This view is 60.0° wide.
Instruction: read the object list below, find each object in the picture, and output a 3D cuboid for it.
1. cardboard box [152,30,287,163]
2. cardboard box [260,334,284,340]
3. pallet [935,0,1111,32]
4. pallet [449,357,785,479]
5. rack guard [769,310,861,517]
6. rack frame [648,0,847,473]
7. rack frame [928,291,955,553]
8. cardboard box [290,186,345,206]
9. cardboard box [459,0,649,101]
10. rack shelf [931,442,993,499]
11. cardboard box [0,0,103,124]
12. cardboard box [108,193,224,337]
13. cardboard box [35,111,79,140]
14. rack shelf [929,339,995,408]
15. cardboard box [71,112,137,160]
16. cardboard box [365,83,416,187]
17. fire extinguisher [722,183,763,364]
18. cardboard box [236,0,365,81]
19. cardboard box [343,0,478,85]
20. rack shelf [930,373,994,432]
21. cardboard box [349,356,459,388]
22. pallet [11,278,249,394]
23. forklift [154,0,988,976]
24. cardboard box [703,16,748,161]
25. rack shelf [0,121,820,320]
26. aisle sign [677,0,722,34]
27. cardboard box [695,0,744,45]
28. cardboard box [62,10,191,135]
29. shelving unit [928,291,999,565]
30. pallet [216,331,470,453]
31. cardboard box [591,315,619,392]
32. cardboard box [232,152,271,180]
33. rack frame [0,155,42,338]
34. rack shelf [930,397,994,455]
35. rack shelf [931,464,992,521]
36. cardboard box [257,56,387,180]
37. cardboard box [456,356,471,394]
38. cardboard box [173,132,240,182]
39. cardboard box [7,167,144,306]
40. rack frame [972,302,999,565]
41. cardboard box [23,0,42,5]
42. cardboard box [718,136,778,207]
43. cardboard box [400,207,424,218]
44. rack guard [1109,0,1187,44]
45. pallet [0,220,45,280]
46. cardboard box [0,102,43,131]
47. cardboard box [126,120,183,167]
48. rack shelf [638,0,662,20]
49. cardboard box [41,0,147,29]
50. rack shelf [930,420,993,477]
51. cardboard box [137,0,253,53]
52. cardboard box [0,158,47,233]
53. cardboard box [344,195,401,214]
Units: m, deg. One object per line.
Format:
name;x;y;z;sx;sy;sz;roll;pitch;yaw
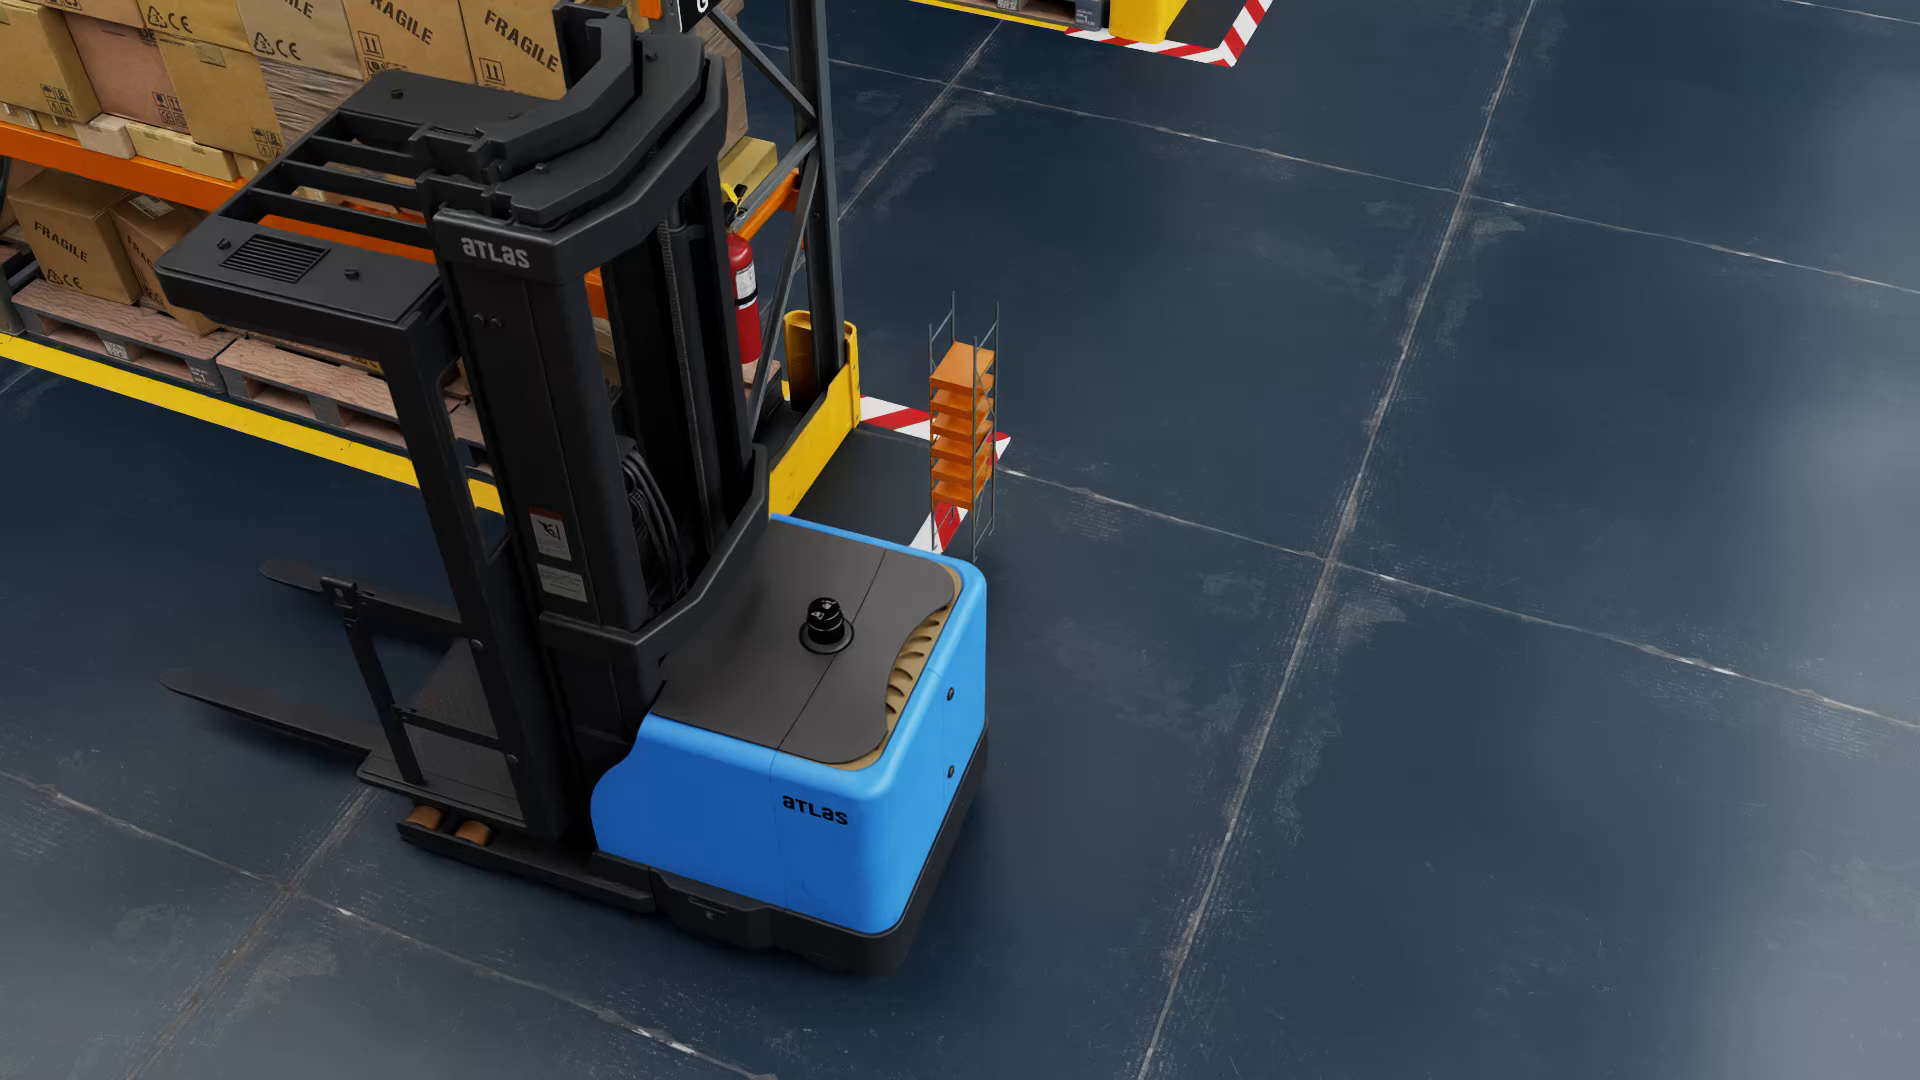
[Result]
cardboard box;-2.655;-1.973;6.663;0.500;0.500;0.875;16;47;16
cardboard box;-2.952;-1.246;7.689;0.500;0.500;0.500;13;46;12
pallet;0.486;-3.679;10.637;1.213;0.211;1.003;16;47;16
pallet;-1.555;-0.575;7.518;1.213;0.211;1.003;16;47;16
rack guard;-0.819;-0.434;7.171;0.348;0.500;1.175;16;47;16
rack frame;-0.749;-1.300;6.268;0.127;3.000;1.000;16;47;16
rack frame;-0.071;-0.446;6.687;0.006;1.200;0.240;16;47;16
cardboard box;-2.516;-1.493;6.640;0.250;0.149;0.380;16;47;16
cardboard box;-1.351;-1.783;5.764;0.500;0.500;0.500;16;47;16
rack shelf;0.014;-0.305;6.778;0.180;0.103;0.258;16;47;16
cardboard box;-3.601;-2.206;6.897;0.500;0.500;0.875;16;47;16
cardboard box;-3.555;-1.363;7.807;0.500;0.500;0.500;32;53;28
cardboard box;-3.656;-1.855;7.004;0.250;0.149;0.380;16;47;16
rack shelf;0.014;-0.645;6.439;0.180;0.103;0.258;16;47;16
cardboard box;-3.441;-1.760;6.909;0.250;0.149;0.380;16;47;16
cardboard box;-1.753;-1.665;6.354;0.500;0.500;0.875;16;47;16
fire extinguisher;-0.820;-0.941;5.963;0.183;0.674;0.296;16;47;16
cardboard box;-2.276;-2.053;6.035;0.500;0.500;0.500;16;47;16
cardboard box;-1.815;-1.916;5.897;0.500;0.500;0.500;16;47;16
rack shelf;0.014;-0.560;6.524;0.180;0.103;0.258;16;47;16
cardboard box;-2.454;-1.065;7.507;0.500;0.500;0.500;21;48;19
pallet;-3.807;-1.238;8.184;1.213;0.211;1.003;16;47;16
forklift;-1.472;-0.221;5.233;3.031;2.935;1.130;14;47;14
cardboard box;-1.246;-1.608;6.296;0.500;0.500;0.875;16;47;16
rack shelf;-2.595;-1.588;7.068;4.000;0.370;1.077;16;47;16
aisle sign;-0.807;-2.009;5.138;0.004;0.787;0.394;16;47;16
cardboard box;-1.151;-2.122;6.104;0.500;0.500;0.500;16;47;16
cardboard box;-3.101;-2.135;6.827;0.500;0.500;0.875;16;47;16
shelving unit;0.014;-0.421;6.662;0.189;1.200;0.258;16;47;16
pallet;-2.677;-0.908;7.852;1.213;0.211;1.003;16;47;16
cardboard box;-1.319;-0.743;7.183;0.500;0.500;0.500;25;50;23
cardboard box;-2.720;-1.606;6.754;0.250;0.149;0.380;16;47;16
rack frame;-4.440;-2.386;7.360;0.127;3.000;1.000;16;47;16
rack shelf;0.014;-0.475;6.608;0.180;0.103;0.258;16;47;16
rack shelf;0.014;-0.220;6.862;0.180;0.103;0.258;16;47;16
cardboard box;-2.198;-1.829;6.519;0.500;0.500;0.875;16;47;16
cardboard box;-1.883;-0.883;7.324;0.500;0.500;0.500;29;52;26
cardboard box;-2.968;-1.644;6.793;0.250;0.149;0.380;16;47;16
cardboard box;-4.087;-1.514;7.958;0.500;0.500;0.500;15;47;15
rack frame;0.098;-0.396;6.637;0.006;1.200;0.240;16;47;16
cardboard box;-3.661;-2.459;6.443;0.500;0.500;0.500;16;47;16
cardboard box;-0.920;-1.443;6.591;0.250;0.149;0.380;16;47;16
cardboard box;-2.012;-1.429;6.577;0.250;0.149;0.380;16;47;16
rack guard;1.276;-3.608;10.361;0.348;0.500;1.175;16;47;16
pallet;-5.159;-1.608;8.555;1.213;0.211;1.003;16;47;16
cardboard box;-3.891;-1.916;7.066;0.250;0.149;0.380;16;47;16
cardboard box;-3.195;-1.719;6.868;0.250;0.149;0.380;16;47;16
rack shelf;-2.595;-2.651;6.010;4.000;0.370;1.077;16;47;16
cardboard box;-3.200;-2.323;6.306;0.500;0.500;0.500;16;47;16
rack shelf;0.014;-0.390;6.693;0.180;0.103;0.258;16;47;16
cardboard box;-2.734;-2.194;6.177;0.500;0.500;0.500;16;47;16
cardboard box;-4.999;-1.836;8.268;0.500;0.500;0.700;13;46;13
cardboard box;-2.251;-1.482;6.630;0.250;0.149;0.380;16;47;16
